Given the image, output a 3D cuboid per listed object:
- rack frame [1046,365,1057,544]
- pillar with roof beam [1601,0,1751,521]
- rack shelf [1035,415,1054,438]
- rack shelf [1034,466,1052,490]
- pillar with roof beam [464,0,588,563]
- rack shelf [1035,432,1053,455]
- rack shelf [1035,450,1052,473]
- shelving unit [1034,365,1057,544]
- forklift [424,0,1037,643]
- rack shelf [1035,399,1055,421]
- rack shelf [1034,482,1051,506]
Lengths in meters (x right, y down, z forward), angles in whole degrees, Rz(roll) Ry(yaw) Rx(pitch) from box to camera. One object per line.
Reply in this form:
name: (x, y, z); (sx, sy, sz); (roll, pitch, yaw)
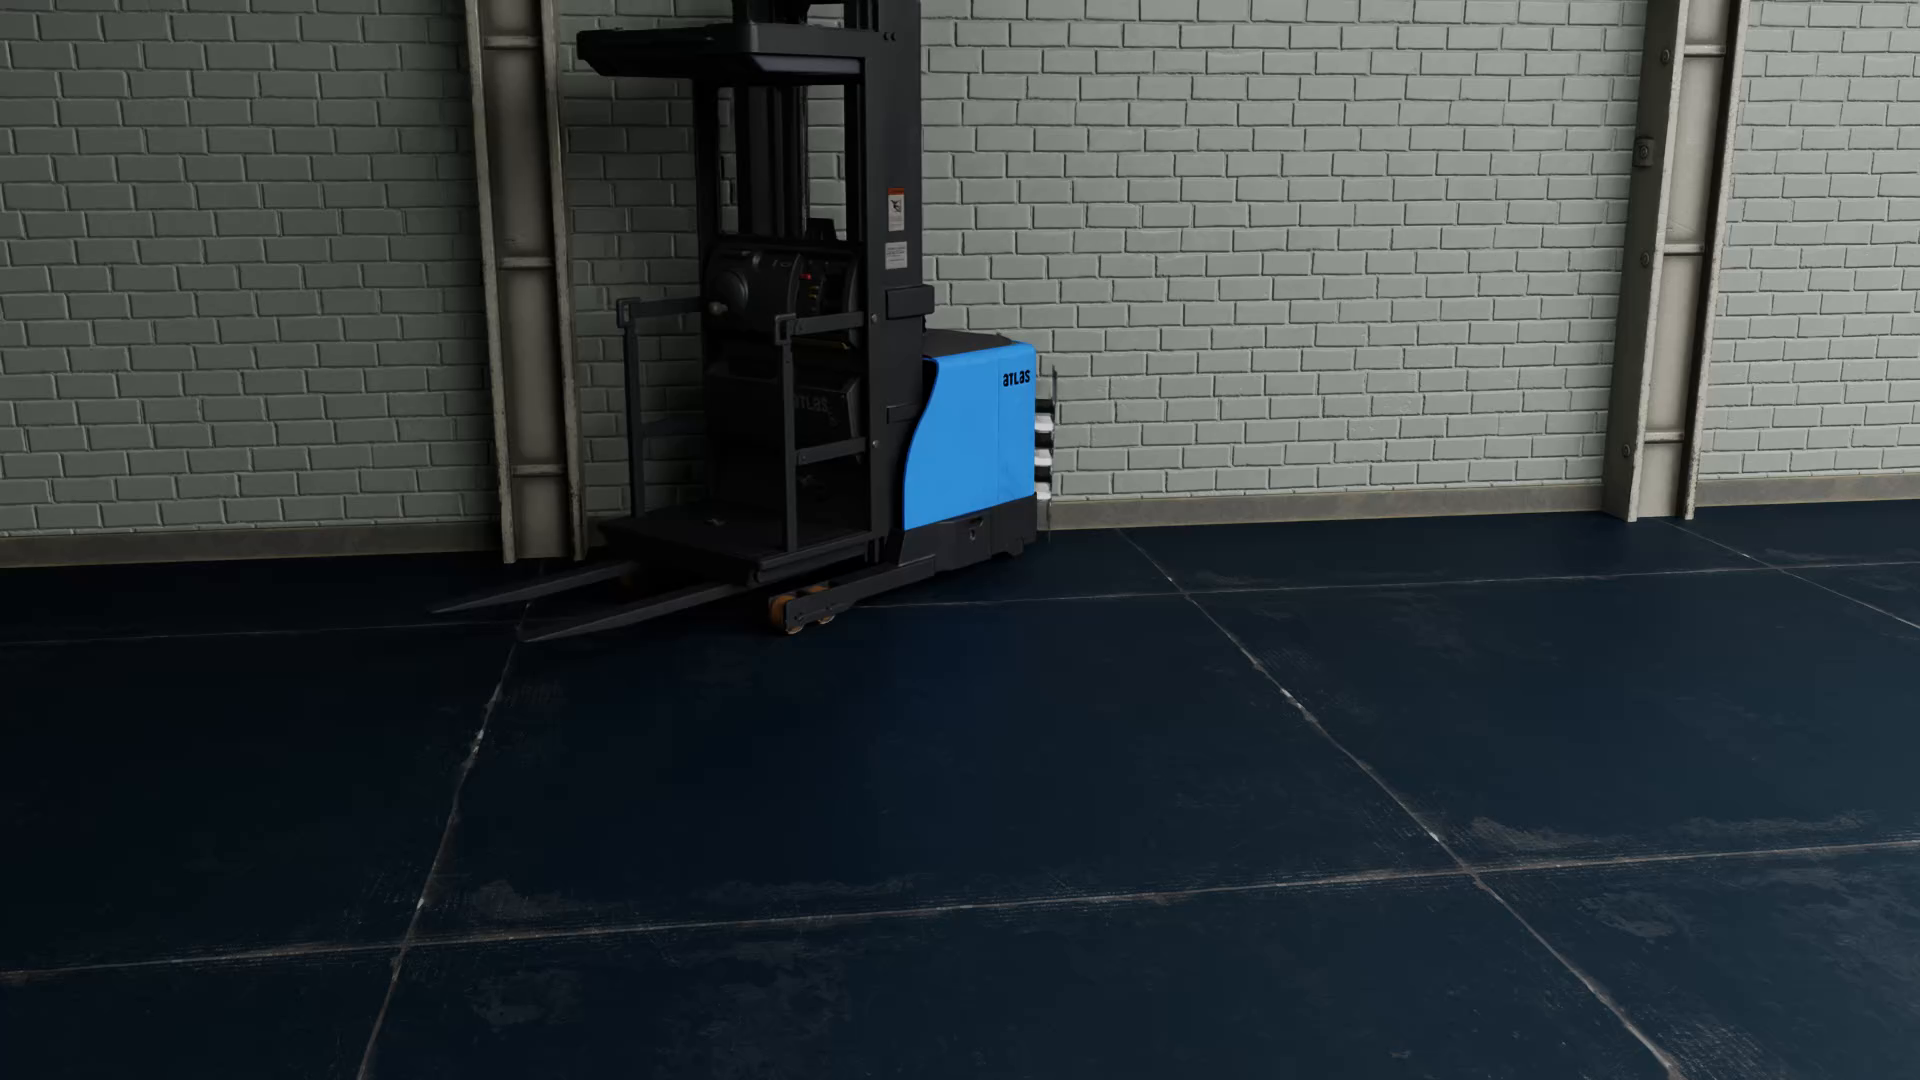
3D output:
rack frame: (0.475, -0.445, 8.644); (0.006, 0.900, 0.240); (1, 14, -1)
pillar with roof beam: (4.477, -3.475, 4.079); (0.400, 9.000, 9.100); (-2, 14, -8)
rack shelf: (0.377, -0.590, 8.607); (0.200, 0.077, 0.258); (1, 14, -1)
rack shelf: (0.369, -0.328, 8.672); (0.200, 0.077, 0.258); (1, 14, -1)
pillar with roof beam: (-1.456, -3.258, 3.212); (0.400, 9.000, 9.100); (-2, 14, -8)
rack shelf: (0.374, -0.503, 8.629); (0.200, 0.077, 0.258); (1, 14, -1)
rack shelf: (0.372, -0.415, 8.650); (0.200, 0.077, 0.258); (1, 14, -1)
shelving unit: (0.373, -0.448, 8.642); (0.210, 0.900, 0.258); (1, 14, -1)
forklift: (-0.936, -1.156, 7.307); (1.130, 2.935, 3.031); (11, 18, 38)
rack shelf: (0.380, -0.677, 8.586); (0.200, 0.077, 0.258); (1, 14, -1)
rack shelf: (0.367, -0.241, 8.693); (0.200, 0.077, 0.258); (1, 14, -1)
